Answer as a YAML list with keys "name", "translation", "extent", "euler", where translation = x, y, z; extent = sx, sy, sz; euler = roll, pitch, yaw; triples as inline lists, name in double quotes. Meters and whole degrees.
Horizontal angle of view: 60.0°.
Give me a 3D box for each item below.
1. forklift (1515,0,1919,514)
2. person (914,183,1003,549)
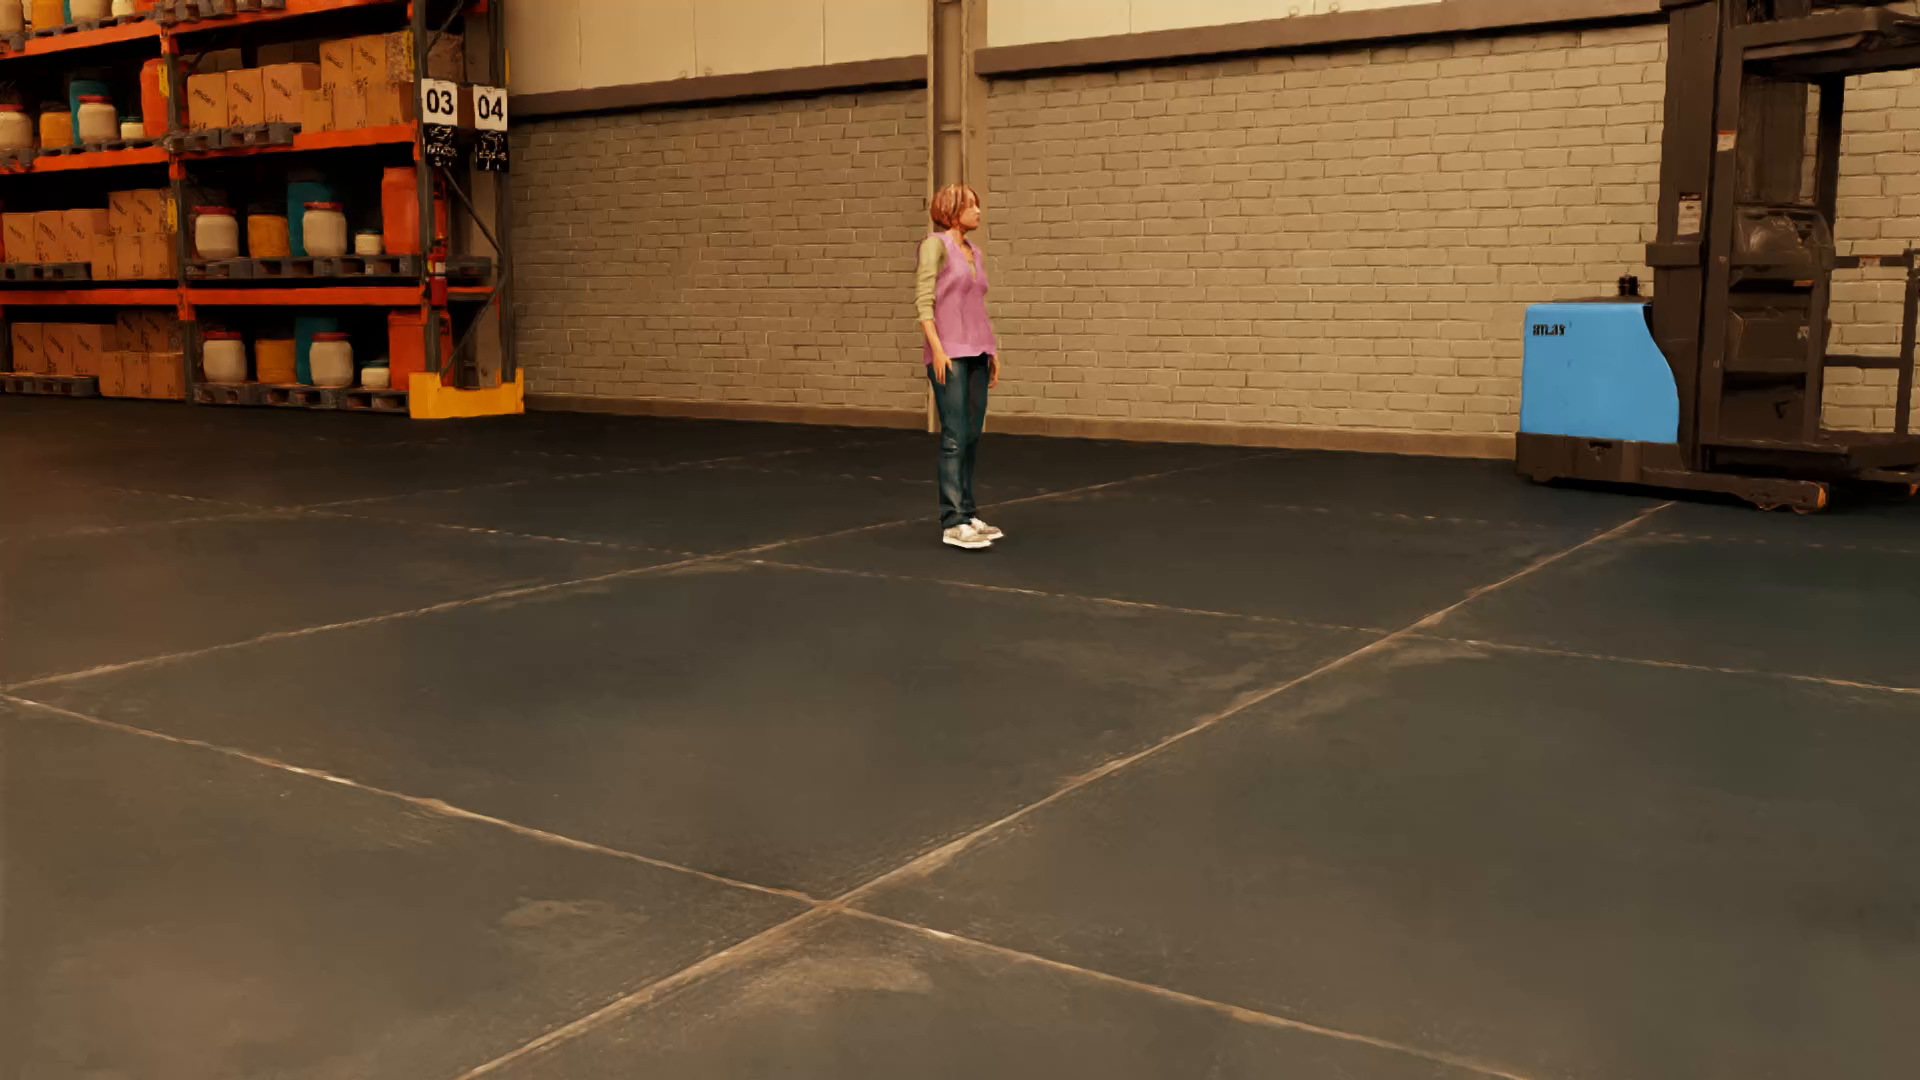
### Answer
- name: "forklift"
  translation: [4.602, -1.663, 8.885]
  extent: [1.130, 2.935, 3.031]
  euler: [-6, 10, -36]
- name: "person"
  translation: [0.054, -0.790, 7.438]
  extent: [0.474, 1.597, 0.520]
  euler: [5, 10, 34]
